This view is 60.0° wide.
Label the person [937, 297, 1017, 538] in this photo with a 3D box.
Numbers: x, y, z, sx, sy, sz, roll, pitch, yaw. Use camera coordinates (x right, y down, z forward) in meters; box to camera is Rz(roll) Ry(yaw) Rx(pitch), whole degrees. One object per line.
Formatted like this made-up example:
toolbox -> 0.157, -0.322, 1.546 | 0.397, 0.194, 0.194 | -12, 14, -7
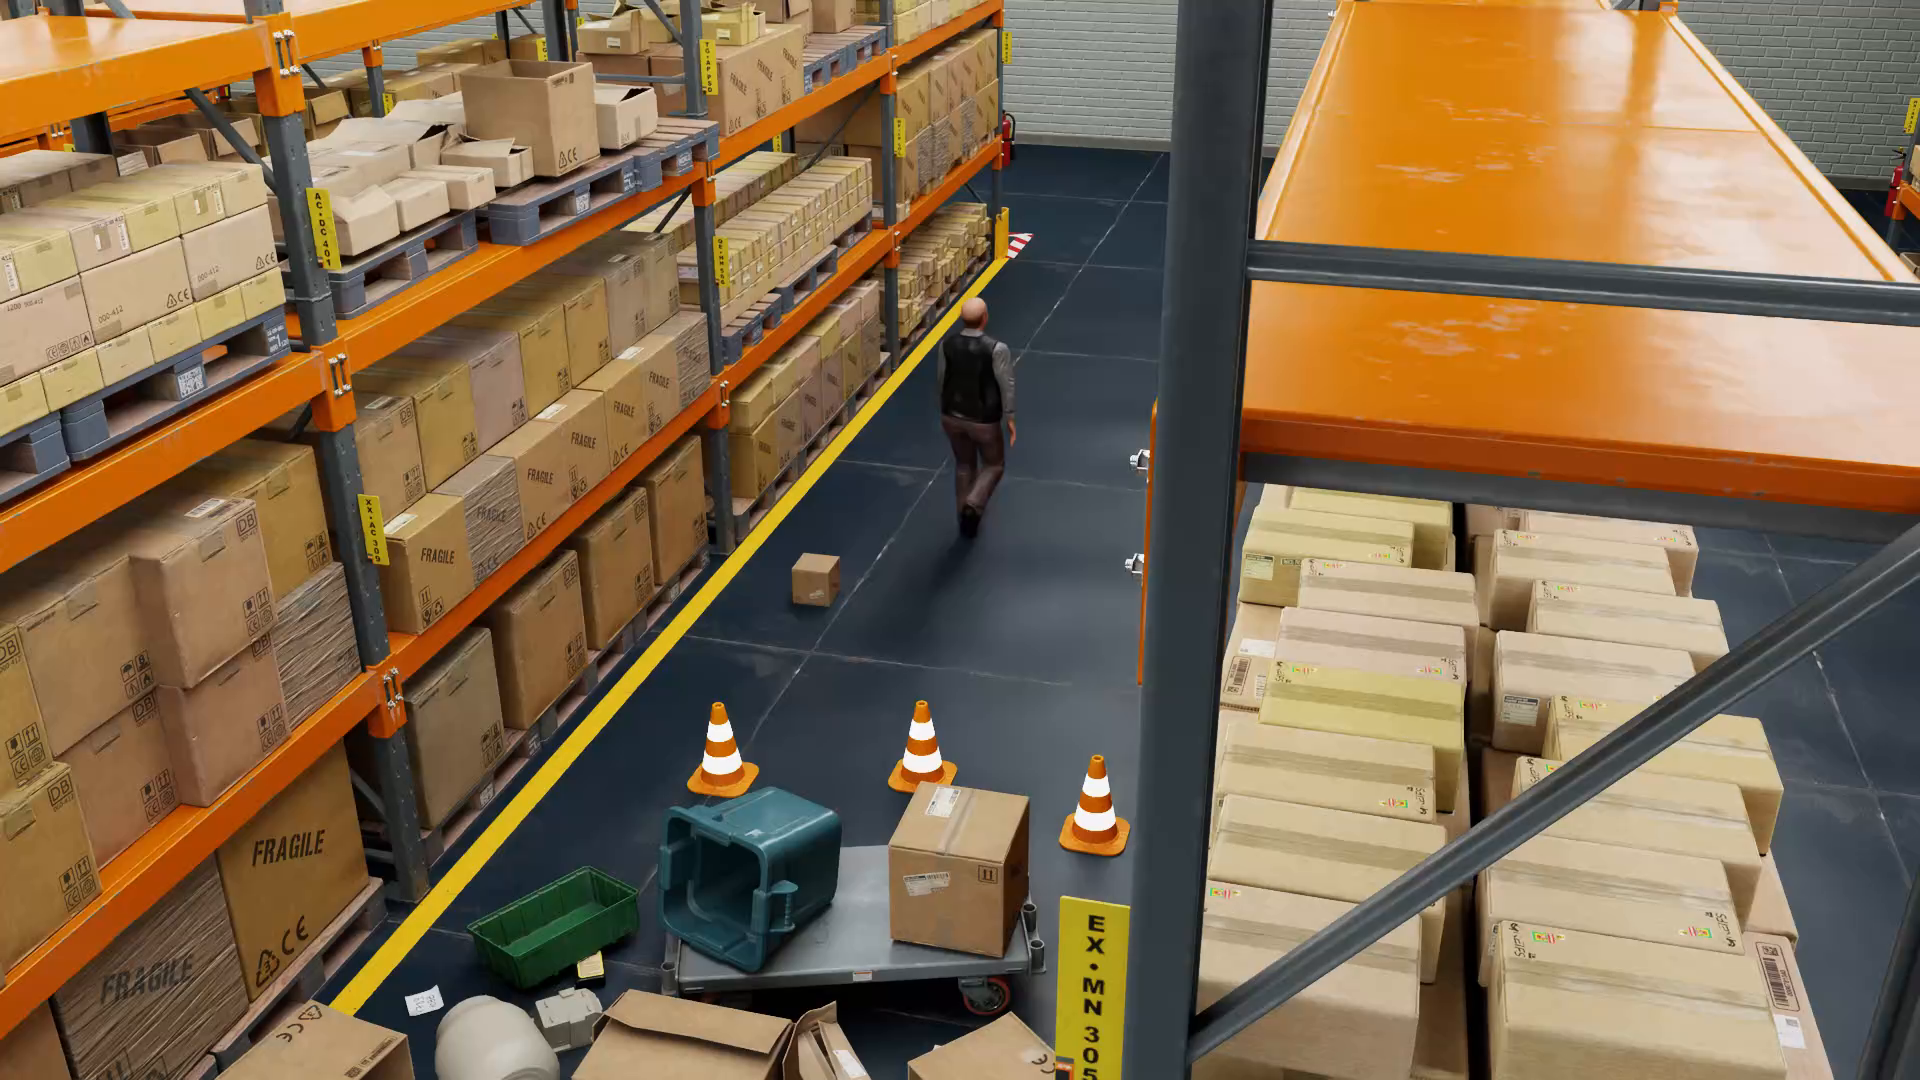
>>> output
person -> 0.099, -0.814, 11.451 | 0.611, 1.703, 0.592 | 9, 27, 18
